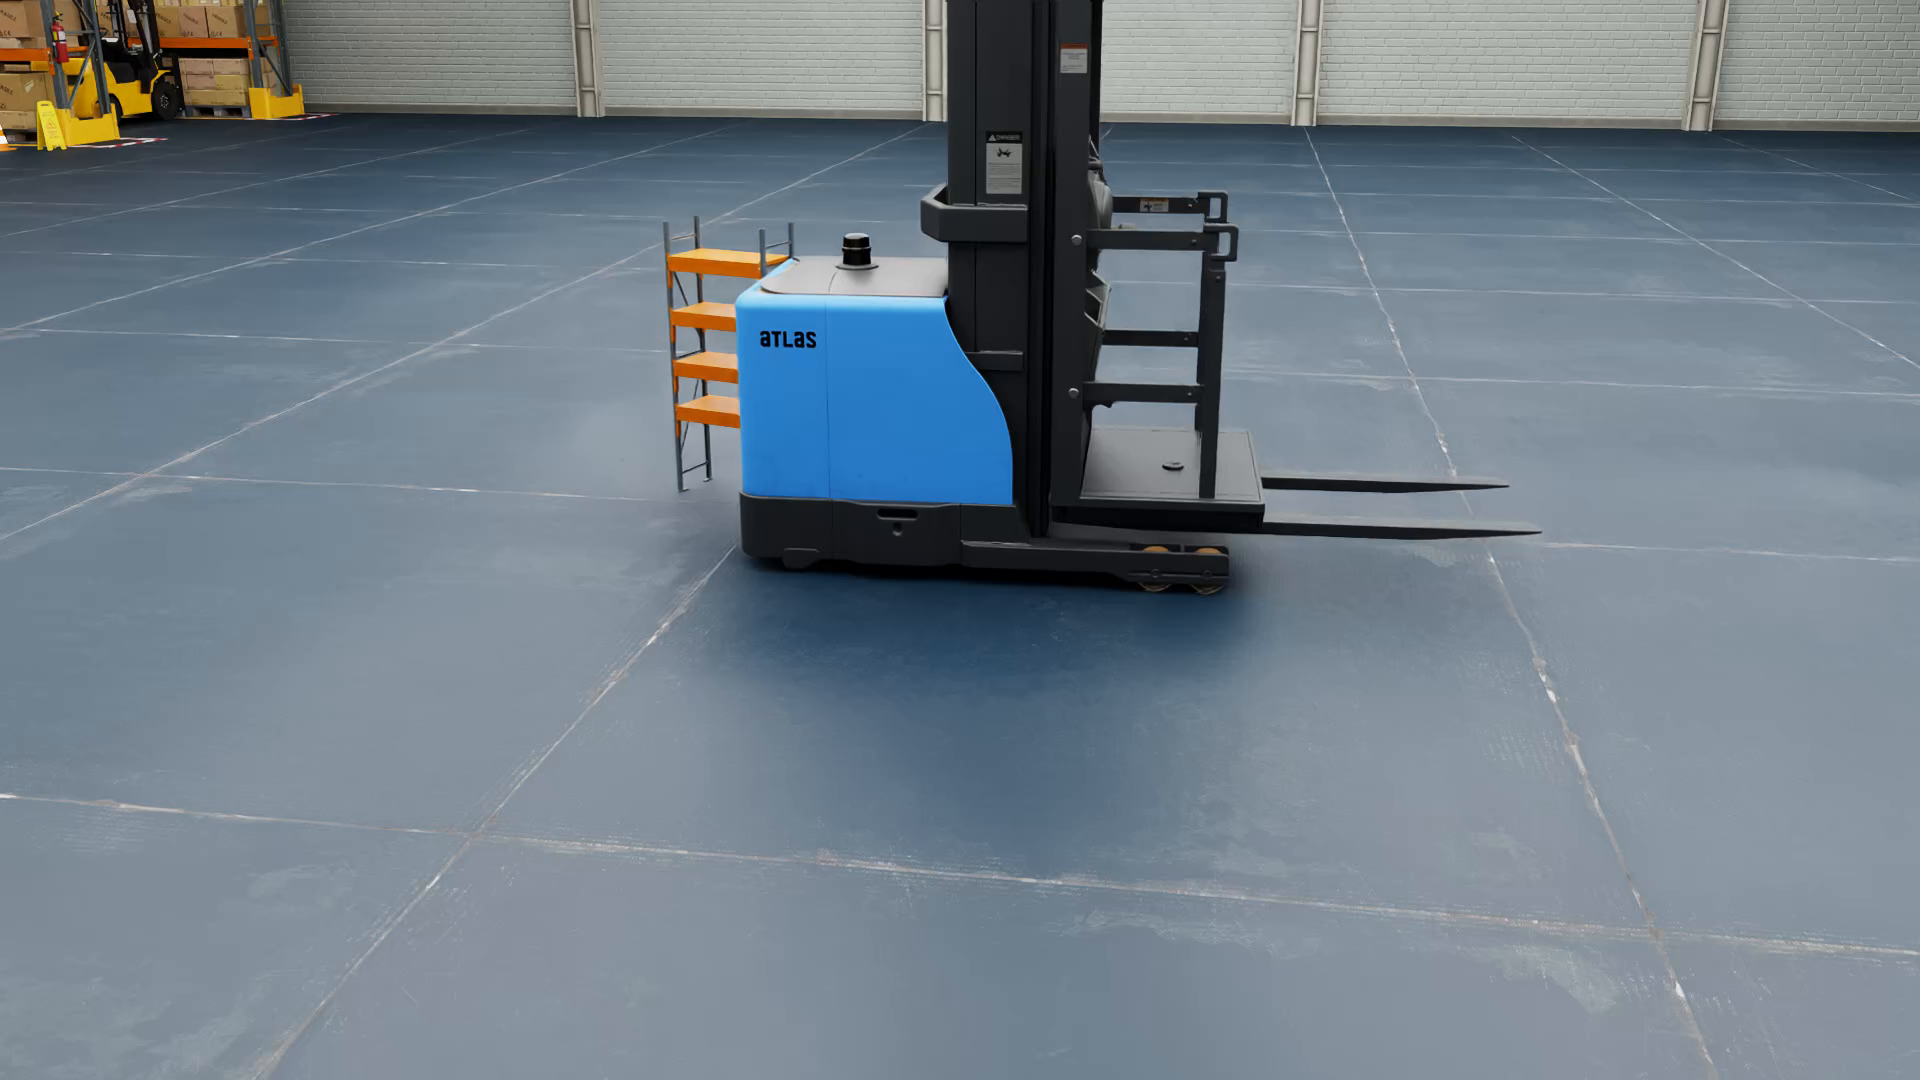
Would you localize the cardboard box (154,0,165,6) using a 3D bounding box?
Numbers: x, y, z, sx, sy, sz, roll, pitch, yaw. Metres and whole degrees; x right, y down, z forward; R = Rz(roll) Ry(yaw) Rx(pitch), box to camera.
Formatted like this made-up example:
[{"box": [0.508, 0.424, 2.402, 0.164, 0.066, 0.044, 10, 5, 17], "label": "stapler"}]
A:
[{"box": [-13.362, -9.030, 27.885, 0.250, 0.149, 0.380, 3, 19, 9], "label": "cardboard box"}]

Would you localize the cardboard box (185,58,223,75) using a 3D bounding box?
[{"box": [-12.714, -8.008, 28.104, 0.500, 0.250, 0.500, 3, 19, 10], "label": "cardboard box"}]

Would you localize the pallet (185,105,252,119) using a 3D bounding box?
[{"box": [-12.467, -7.392, 28.562, 1.213, 0.211, 1.003, 3, 19, 9], "label": "pallet"}]

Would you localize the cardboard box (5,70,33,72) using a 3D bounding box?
[{"box": [-13.782, -6.538, 24.104, 0.500, 0.500, 0.500, 2, 19, 7], "label": "cardboard box"}]

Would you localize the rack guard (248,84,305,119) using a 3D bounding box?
[{"box": [-11.682, -7.502, 28.437, 0.348, 0.500, 1.175, 3, 19, 9], "label": "rack guard"}]

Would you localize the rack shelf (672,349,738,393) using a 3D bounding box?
[{"box": [-0.984, -0.717, 7.268, 0.480, 0.148, 0.258, 9, 21, 26], "label": "rack shelf"}]

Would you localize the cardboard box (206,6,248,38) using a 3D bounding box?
[{"box": [-12.233, -8.679, 27.856, 0.500, 0.500, 0.500, 3, 19, 7], "label": "cardboard box"}]

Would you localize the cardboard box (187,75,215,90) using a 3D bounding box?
[{"box": [-12.729, -7.776, 28.200, 0.500, 0.250, 0.500, 3, 19, 8], "label": "cardboard box"}]

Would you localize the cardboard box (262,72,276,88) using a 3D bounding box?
[{"box": [-12.137, -7.910, 28.600, 0.500, 0.250, 0.500, 3, 19, 10], "label": "cardboard box"}]

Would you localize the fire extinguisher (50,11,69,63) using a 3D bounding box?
[{"box": [-12.449, -6.947, 22.959, 0.183, 0.674, 0.296, 3, 19, 9], "label": "fire extinguisher"}]

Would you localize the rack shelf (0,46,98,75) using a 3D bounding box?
[{"box": [-14.464, -6.893, 23.811, 4.000, 0.370, 1.077, 3, 19, 9], "label": "rack shelf"}]

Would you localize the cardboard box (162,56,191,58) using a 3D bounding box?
[{"box": [-13.641, -8.222, 28.745, 0.500, 0.250, 0.500, 3, 19, 8], "label": "cardboard box"}]

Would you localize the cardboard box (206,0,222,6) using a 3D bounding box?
[{"box": [-12.349, -8.977, 27.726, 0.250, 0.149, 0.380, 3, 19, 10], "label": "cardboard box"}]

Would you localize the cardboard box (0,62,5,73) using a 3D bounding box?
[{"box": [-13.694, -6.648, 23.412, 0.250, 0.149, 0.380, 3, 19, 10], "label": "cardboard box"}]

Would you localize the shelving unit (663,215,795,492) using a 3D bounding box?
[{"box": [-0.984, -0.781, 7.246, 0.503, 1.200, 0.258, 9, 21, 26], "label": "shelving unit"}]

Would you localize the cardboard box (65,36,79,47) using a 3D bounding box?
[{"box": [-12.791, -7.096, 23.681, 0.250, 0.149, 0.380, 3, 19, 9], "label": "cardboard box"}]

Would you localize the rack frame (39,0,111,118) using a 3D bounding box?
[{"box": [-12.489, -7.134, 23.396, 0.127, 3.000, 1.000, 3, 19, 9], "label": "rack frame"}]

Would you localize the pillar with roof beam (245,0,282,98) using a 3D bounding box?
[{"box": [-12.933, -10.503, 24.010, 0.400, 9.000, 9.100, 3, 19, 9], "label": "pillar with roof beam"}]

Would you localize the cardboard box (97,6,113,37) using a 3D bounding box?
[{"box": [-14.241, -8.787, 28.181, 0.500, 0.500, 0.500, 3, 19, 8], "label": "cardboard box"}]

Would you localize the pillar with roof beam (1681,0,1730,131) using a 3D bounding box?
[{"box": [10.764, -9.295, 20.400, 0.400, 9.000, 9.100, 3, 19, 9], "label": "pillar with roof beam"}]

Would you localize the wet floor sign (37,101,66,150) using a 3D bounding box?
[{"box": [-12.471, -5.672, 22.739, 0.232, 0.644, 0.267, 10, 21, 27], "label": "wet floor sign"}]

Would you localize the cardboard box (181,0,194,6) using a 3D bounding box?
[{"box": [-12.838, -9.025, 27.870, 0.250, 0.149, 0.380, 3, 19, 8], "label": "cardboard box"}]

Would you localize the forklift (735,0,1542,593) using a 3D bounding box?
[{"box": [0.704, -1.369, 6.277, 3.031, 2.935, 1.130, 2, 19, 6], "label": "forklift"}]

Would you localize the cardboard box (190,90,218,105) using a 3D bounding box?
[{"box": [-12.709, -7.537, 28.272, 0.500, 0.250, 0.500, 3, 19, 9], "label": "cardboard box"}]

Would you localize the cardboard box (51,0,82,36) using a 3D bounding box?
[{"box": [-12.913, -7.433, 23.664, 0.500, 0.500, 0.500, 3, 19, 8], "label": "cardboard box"}]

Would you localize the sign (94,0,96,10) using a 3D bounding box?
[{"box": [-12.403, -7.714, 23.767, 0.005, 0.325, 0.100, 3, 19, 9], "label": "sign"}]

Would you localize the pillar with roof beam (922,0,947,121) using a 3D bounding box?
[{"box": [-1.085, -9.899, 22.205, 0.400, 9.000, 9.100, 3, 19, 9], "label": "pillar with roof beam"}]

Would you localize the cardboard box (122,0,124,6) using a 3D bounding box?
[{"box": [-14.122, -9.073, 28.013, 0.250, 0.149, 0.380, 2, 19, 7], "label": "cardboard box"}]

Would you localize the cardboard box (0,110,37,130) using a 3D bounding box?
[{"box": [-13.353, -5.986, 23.639, 0.500, 0.250, 0.500, 3, 19, 8], "label": "cardboard box"}]

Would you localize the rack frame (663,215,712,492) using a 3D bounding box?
[{"box": [-1.201, -0.816, 7.352, 0.015, 1.200, 0.240, 9, 21, 26], "label": "rack frame"}]

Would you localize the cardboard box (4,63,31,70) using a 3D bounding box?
[{"box": [-16.172, -7.986, 29.024, 0.625, 0.625, 0.875, 4, 19, 11], "label": "cardboard box"}]

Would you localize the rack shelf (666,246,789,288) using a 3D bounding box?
[{"box": [-0.984, -1.154, 7.122, 0.480, 0.148, 0.258, 9, 21, 26], "label": "rack shelf"}]

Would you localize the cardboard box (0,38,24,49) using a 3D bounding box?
[{"box": [-13.160, -6.944, 23.226, 0.250, 0.149, 0.380, 3, 19, 8], "label": "cardboard box"}]

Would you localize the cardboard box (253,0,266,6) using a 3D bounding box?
[{"box": [-11.999, -9.142, 28.219, 0.250, 0.149, 0.380, 2, 19, 7], "label": "cardboard box"}]

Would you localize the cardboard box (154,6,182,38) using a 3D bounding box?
[{"box": [-13.250, -8.733, 28.020, 0.500, 0.500, 0.500, 3, 19, 8], "label": "cardboard box"}]

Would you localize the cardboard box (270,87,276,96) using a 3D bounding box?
[{"box": [-12.159, -7.670, 28.671, 0.500, 0.250, 0.500, 3, 19, 9], "label": "cardboard box"}]
